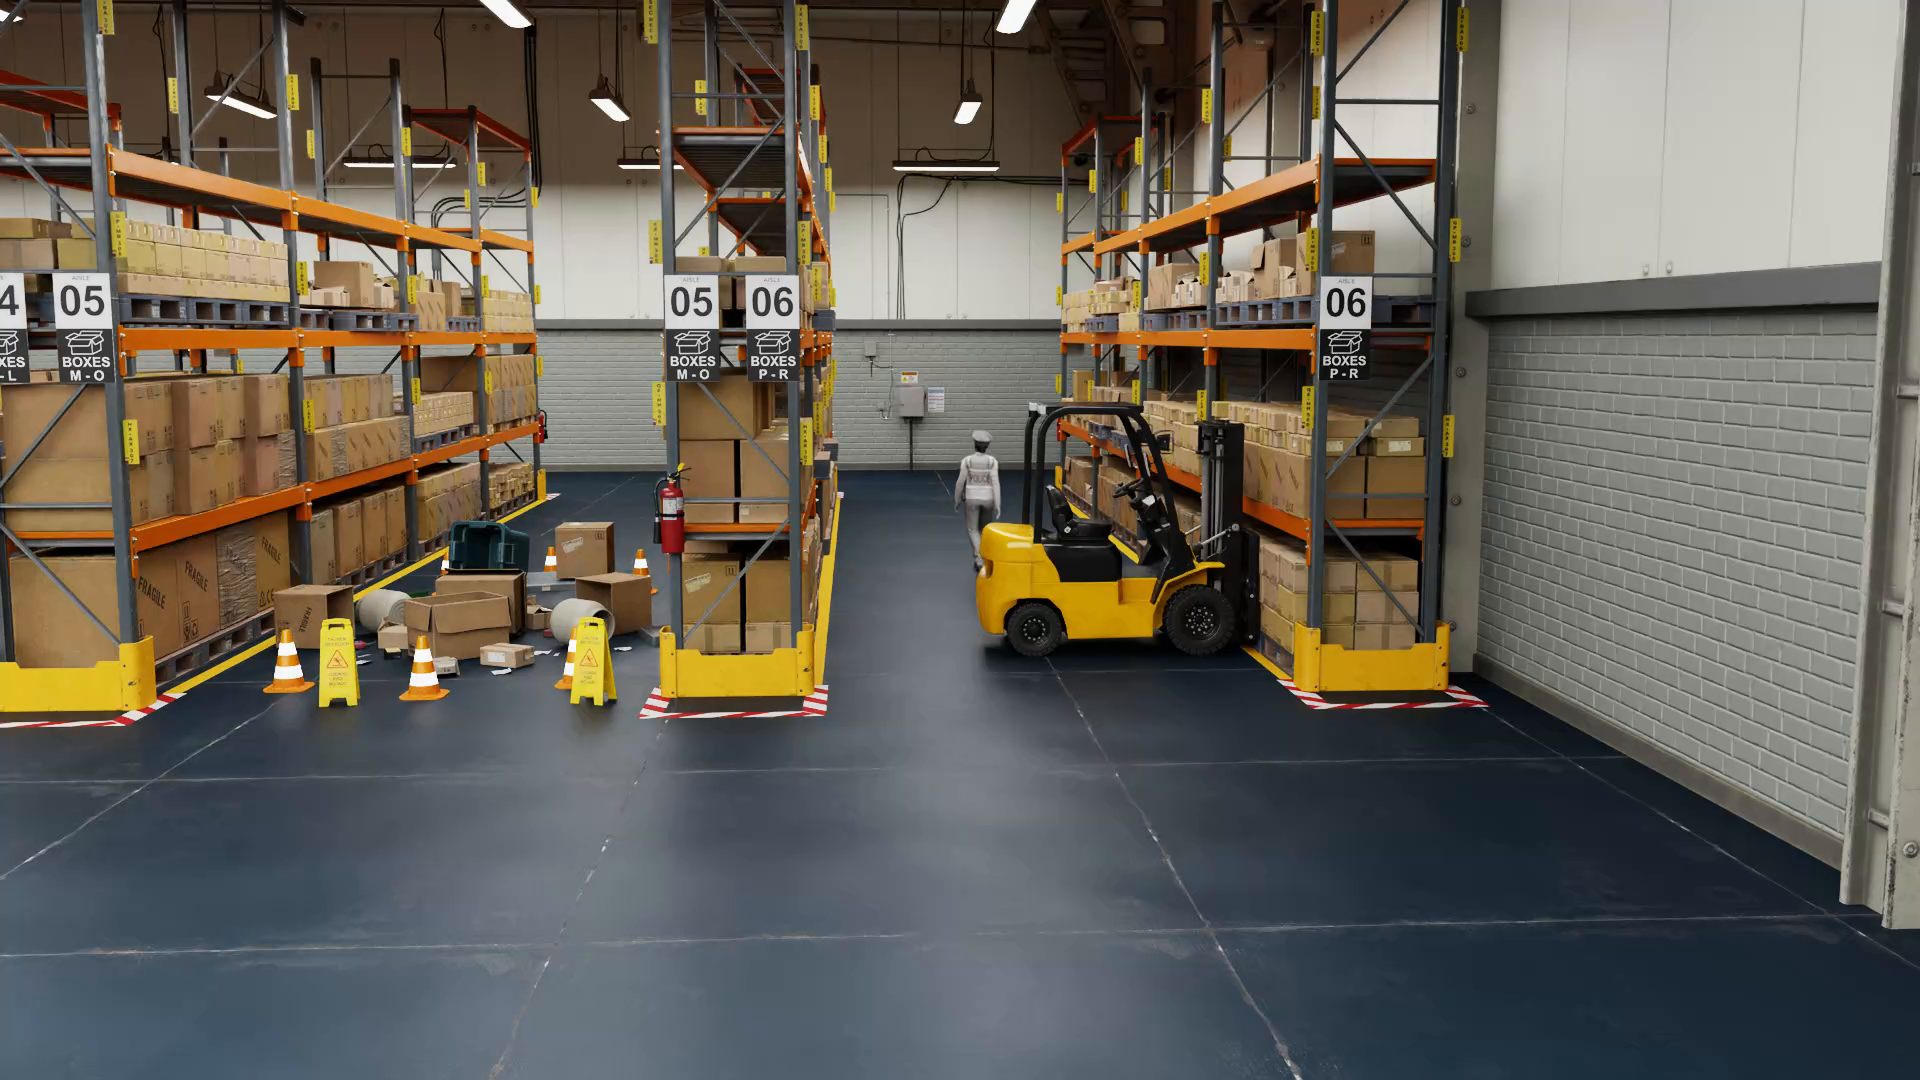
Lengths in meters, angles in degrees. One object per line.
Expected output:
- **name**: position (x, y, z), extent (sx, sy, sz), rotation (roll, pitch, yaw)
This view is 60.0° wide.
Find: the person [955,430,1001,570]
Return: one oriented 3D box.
- **person**: position (0.203, -0.454, 19.306), extent (0.510, 1.645, 0.956), rotation (-1, 7, -8)
